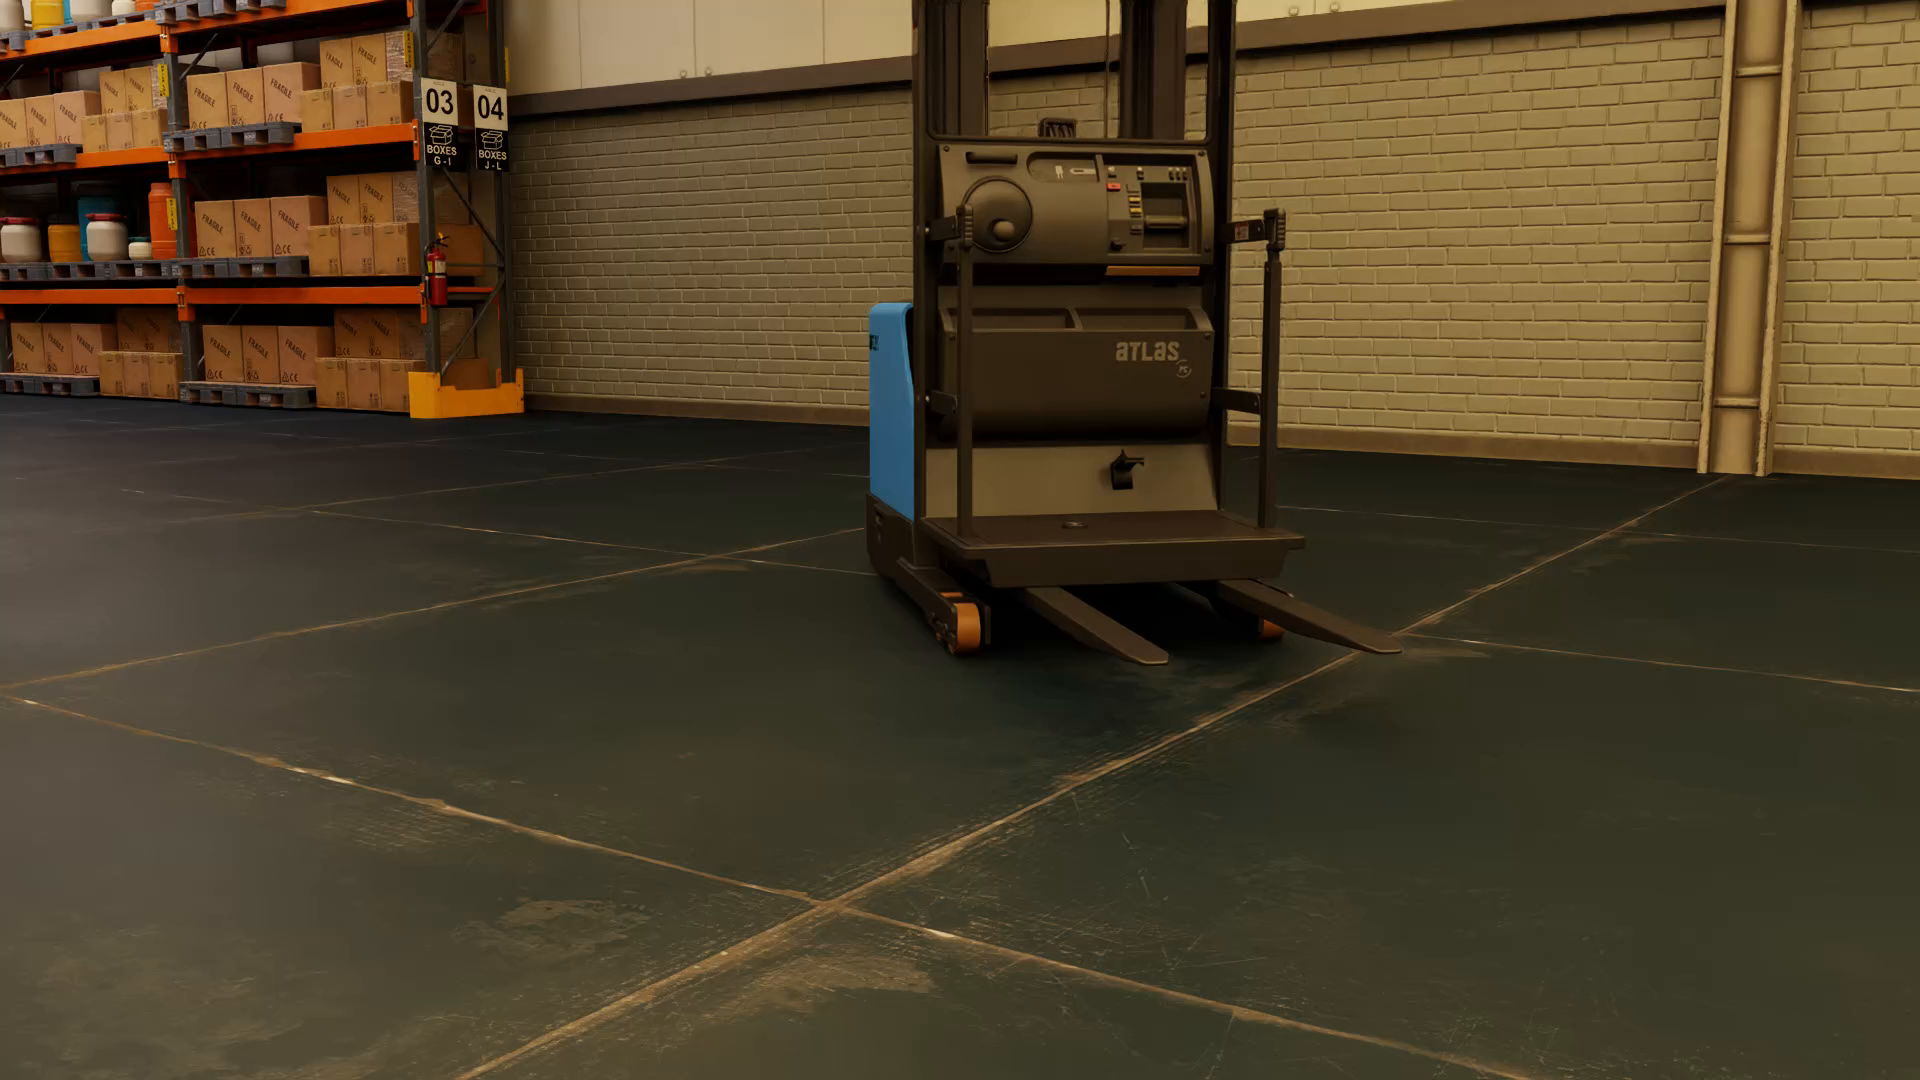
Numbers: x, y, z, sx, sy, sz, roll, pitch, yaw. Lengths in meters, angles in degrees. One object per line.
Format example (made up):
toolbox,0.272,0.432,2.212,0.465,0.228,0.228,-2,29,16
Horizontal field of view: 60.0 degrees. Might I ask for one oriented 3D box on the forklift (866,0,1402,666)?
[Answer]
forklift,0.439,-1.155,5.315,1.130,2.935,3.031,-2,8,-12
